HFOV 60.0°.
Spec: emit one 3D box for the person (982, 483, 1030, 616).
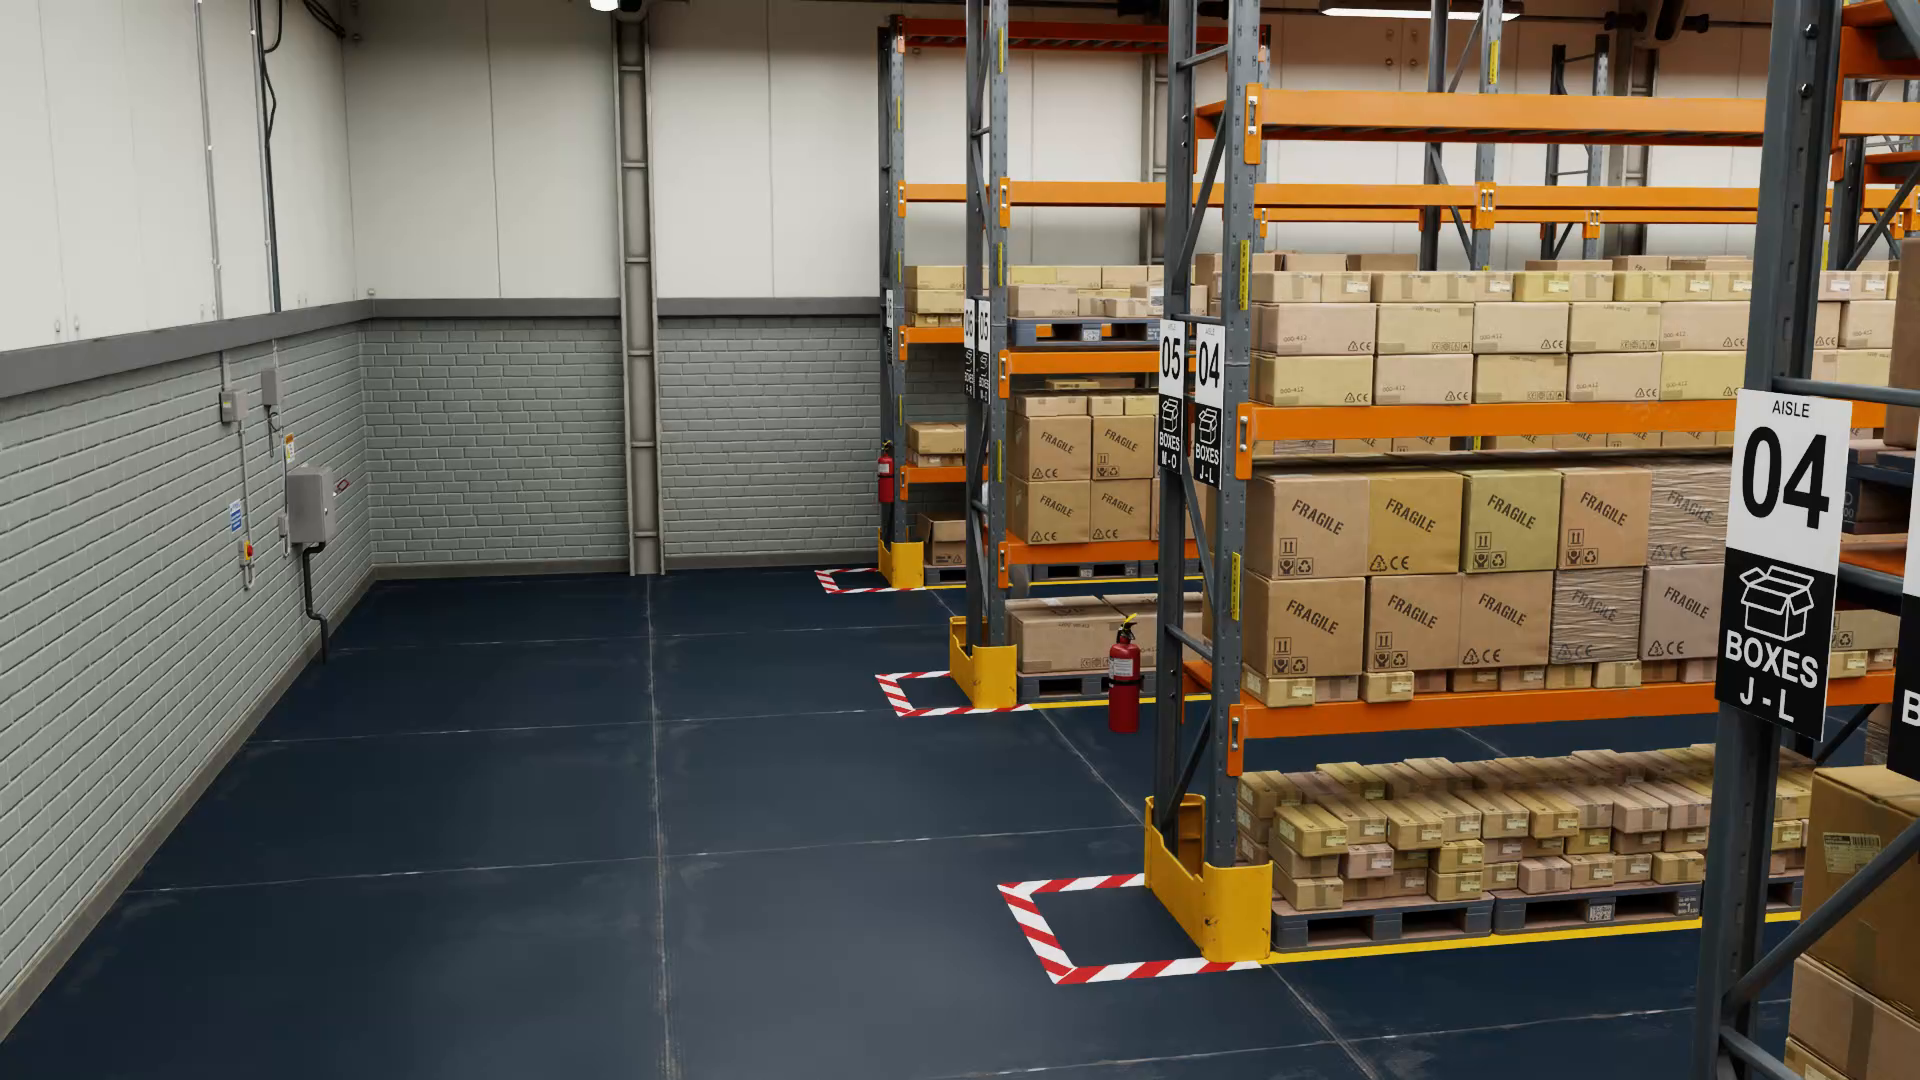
[{"bbox_3d":[0.430,0.074,15.690,0.564,1.679,0.539,-2,10,-10],"label":"person"}]
